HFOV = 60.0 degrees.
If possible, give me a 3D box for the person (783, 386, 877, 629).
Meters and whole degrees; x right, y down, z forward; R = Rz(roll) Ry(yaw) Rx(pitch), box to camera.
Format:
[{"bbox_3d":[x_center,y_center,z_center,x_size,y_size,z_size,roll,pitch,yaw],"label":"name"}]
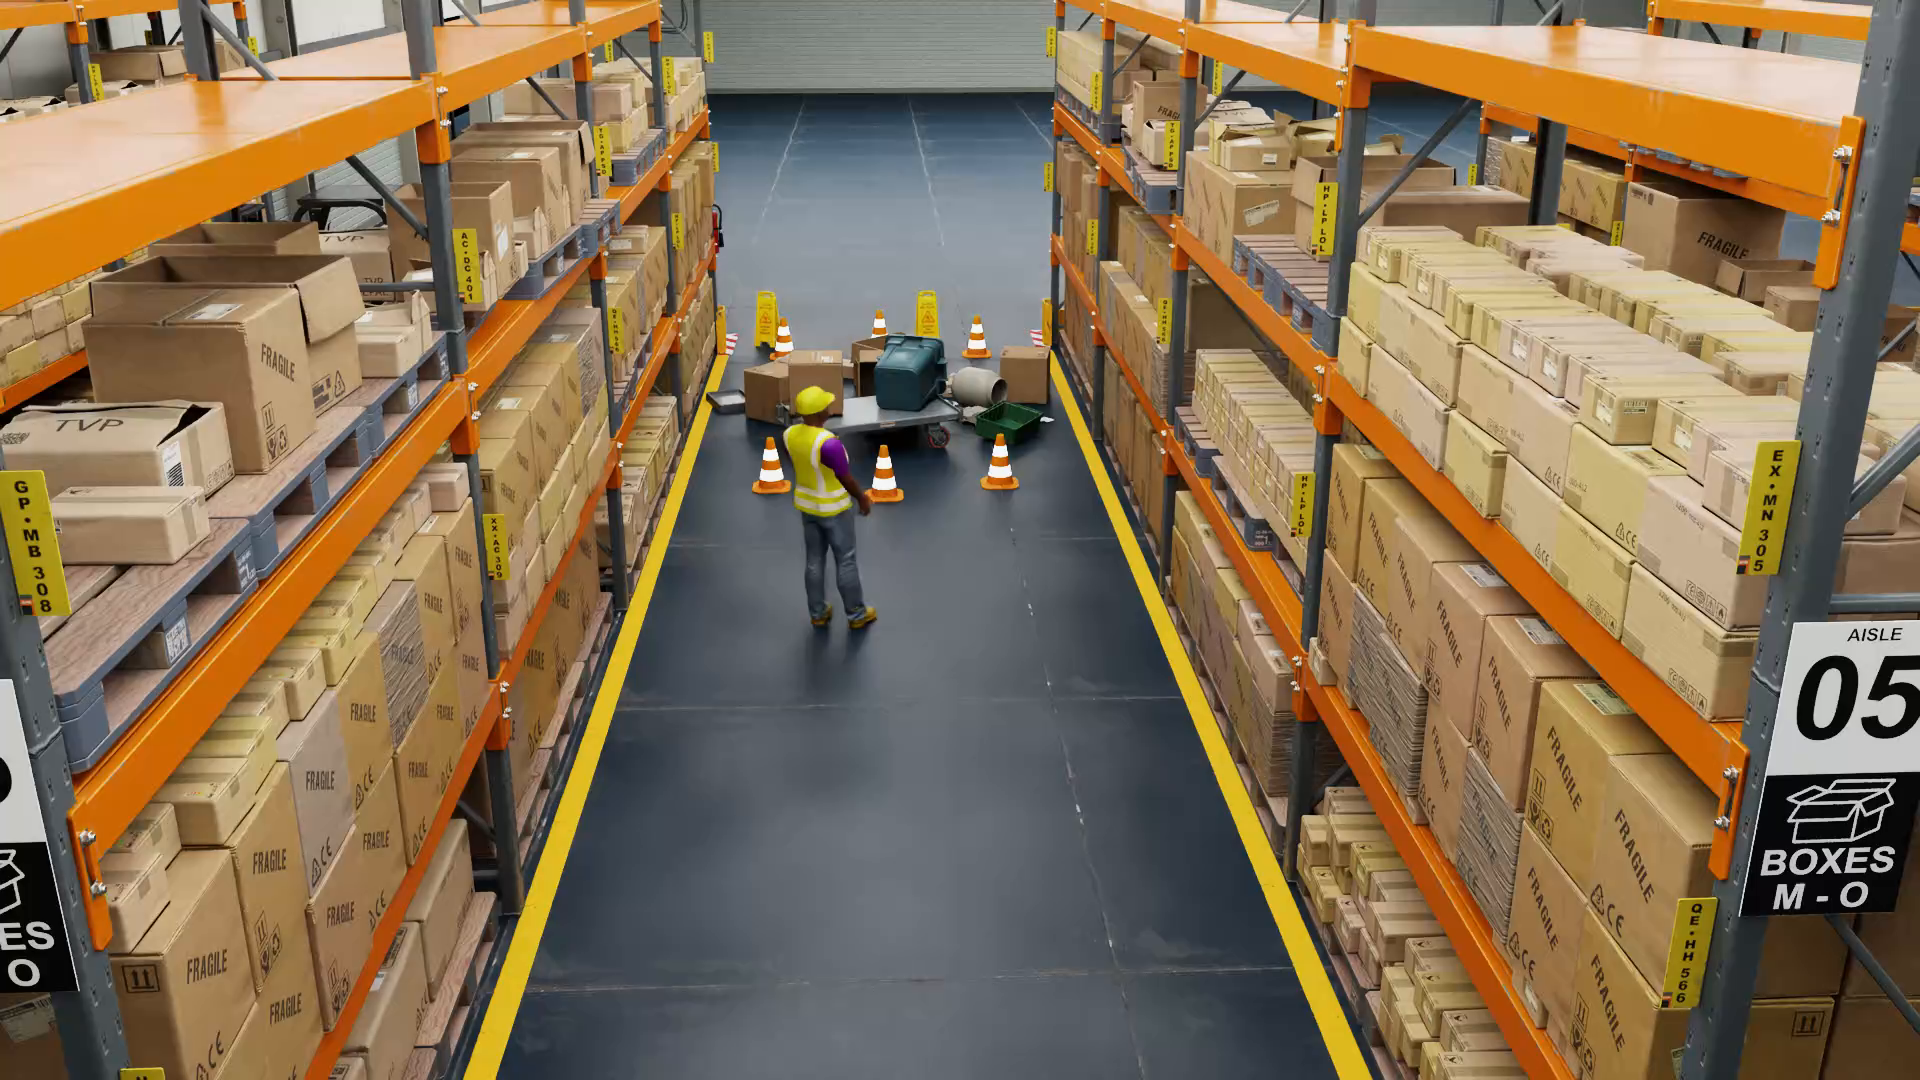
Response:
[{"bbox_3d":[-0.918,-0.248,11.693,0.553,1.771,0.550,16,26,38],"label":"person"}]
